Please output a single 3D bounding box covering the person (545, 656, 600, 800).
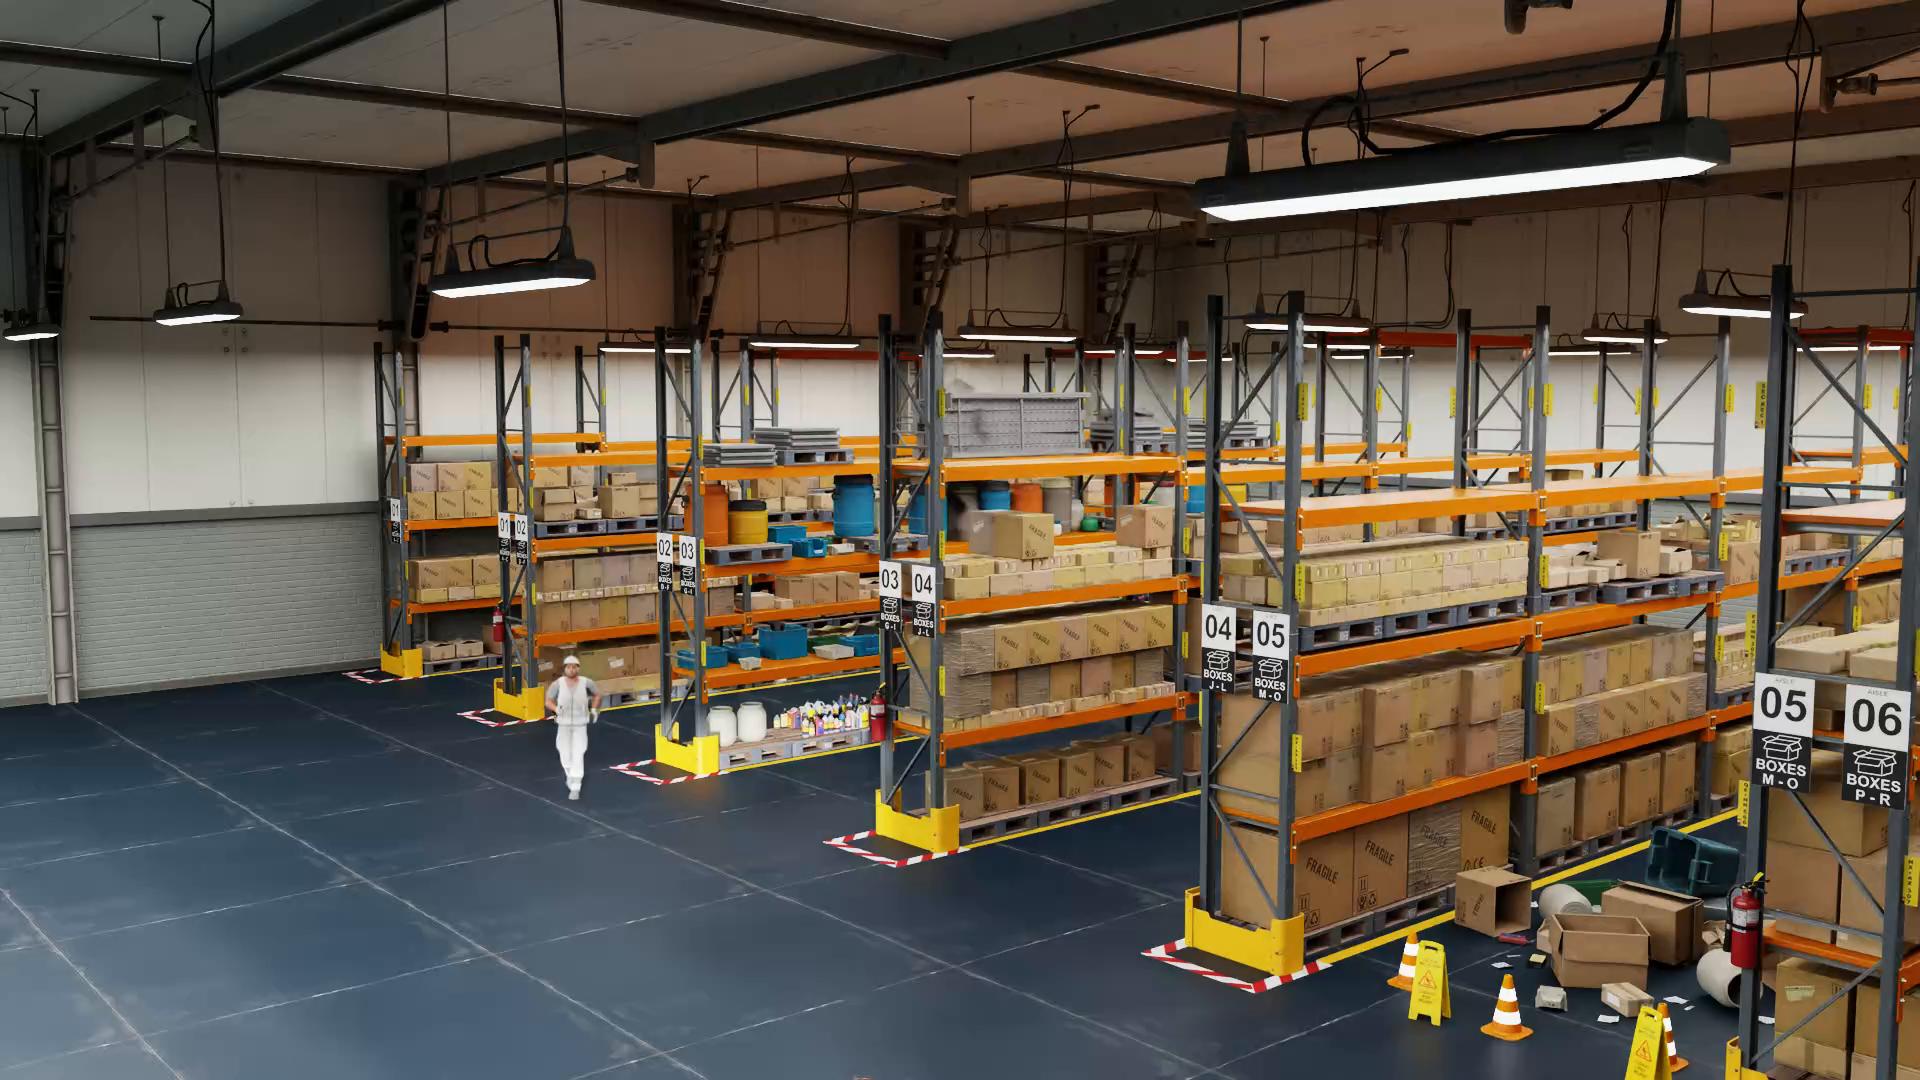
[{"bbox_3d":[-4.917,2.348,21.096,0.677,1.781,0.854,-1,5,-8],"label":"person"}]
